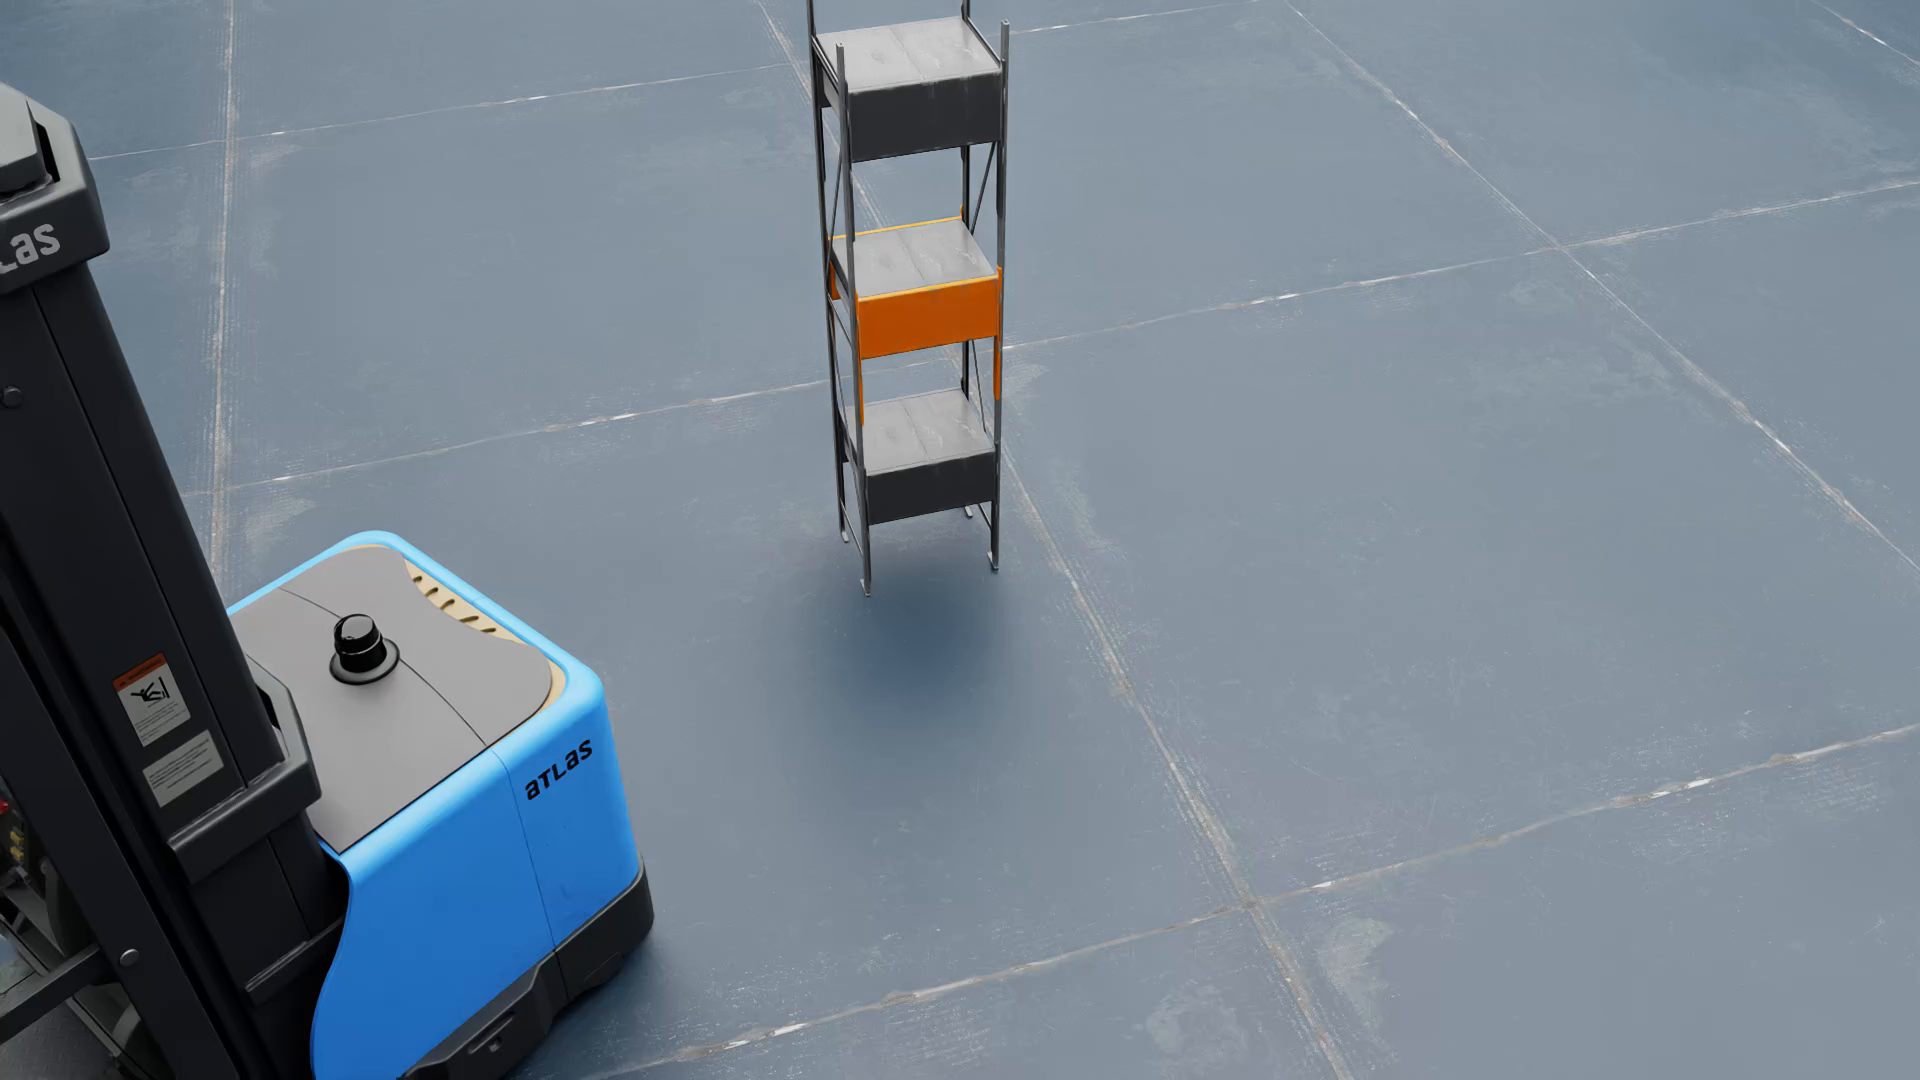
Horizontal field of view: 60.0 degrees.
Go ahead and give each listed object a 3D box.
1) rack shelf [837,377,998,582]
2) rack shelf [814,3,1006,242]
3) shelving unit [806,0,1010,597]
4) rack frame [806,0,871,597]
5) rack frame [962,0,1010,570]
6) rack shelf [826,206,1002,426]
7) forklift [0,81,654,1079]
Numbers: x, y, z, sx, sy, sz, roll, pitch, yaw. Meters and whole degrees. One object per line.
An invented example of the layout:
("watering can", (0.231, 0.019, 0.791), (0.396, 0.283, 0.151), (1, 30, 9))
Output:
("rack shelf", (-0.158, -0.221, 5.991), (0.480, 0.518, 0.431), (-12, 42, -13))
("rack shelf", (-0.158, -1.275, 5.070), (0.480, 0.518, 0.431), (-12, 42, -13))
("shelving unit", (-0.158, -0.758, 5.522), (0.503, 2.100, 0.431), (-12, 42, -13))
("rack frame", (-0.391, -0.710, 5.467), (0.015, 2.100, 0.400), (-12, 42, -13))
("rack frame", (0.075, -0.806, 5.577), (0.015, 2.100, 0.400), (-12, 42, -13))
("rack shelf", (-0.158, -0.748, 5.531), (0.480, 0.518, 0.431), (-12, 42, -13))
("forklift", (-2.223, 0.601, 3.335), (1.130, 2.935, 3.031), (29, 49, 29))
